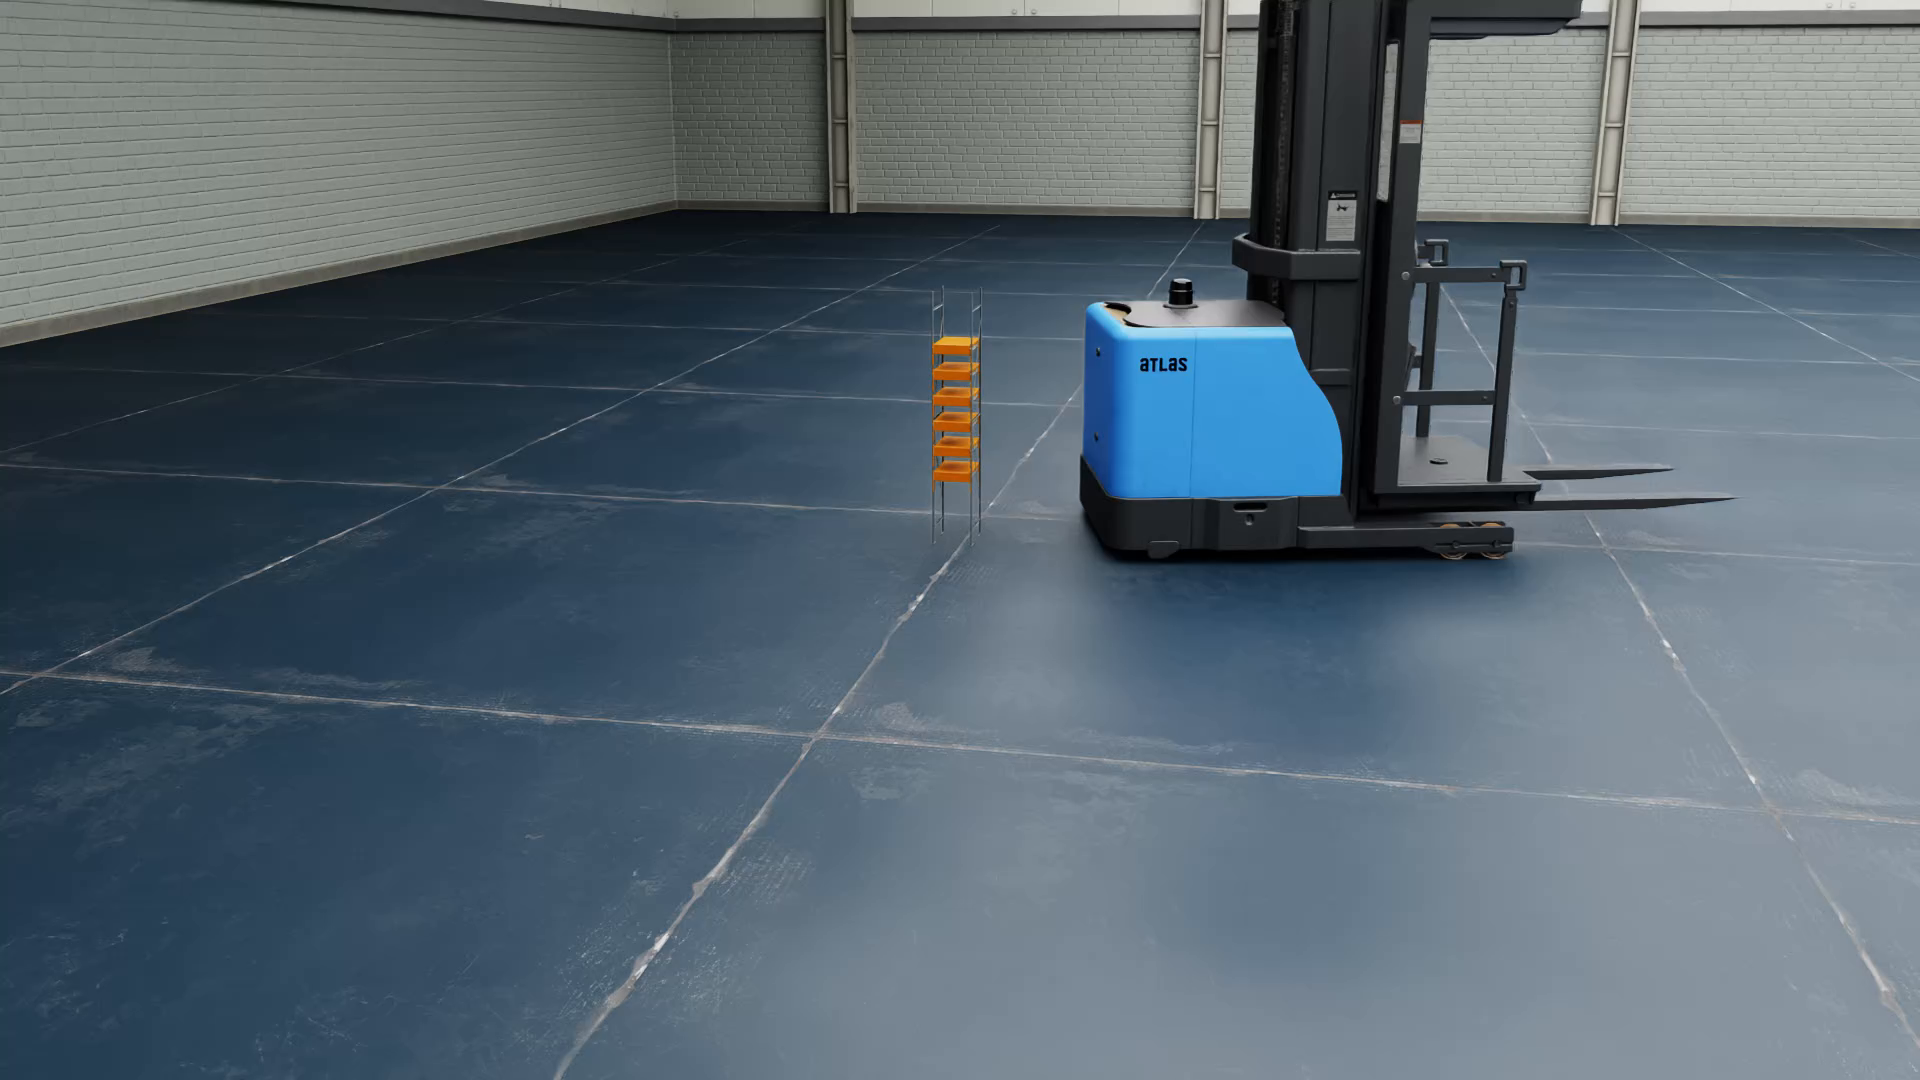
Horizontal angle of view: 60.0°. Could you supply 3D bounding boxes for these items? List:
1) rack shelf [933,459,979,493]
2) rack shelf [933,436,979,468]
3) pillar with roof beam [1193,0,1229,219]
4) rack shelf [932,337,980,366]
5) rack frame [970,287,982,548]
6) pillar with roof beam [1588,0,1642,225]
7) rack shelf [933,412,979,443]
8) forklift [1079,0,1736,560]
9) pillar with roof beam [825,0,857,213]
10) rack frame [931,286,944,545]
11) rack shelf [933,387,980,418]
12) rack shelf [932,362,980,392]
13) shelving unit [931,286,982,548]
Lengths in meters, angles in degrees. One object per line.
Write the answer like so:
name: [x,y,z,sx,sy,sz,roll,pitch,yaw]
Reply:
rack shelf: [-0.014,-0.305,7.911,0.180,0.103,0.258,3,16,11]
rack shelf: [-0.014,-0.421,7.879,0.180,0.103,0.258,3,16,11]
pillar with roof beam: [3.081,-8.351,21.283,0.400,9.000,9.100,3,16,11]
rack shelf: [-0.014,-0.883,7.750,0.180,0.103,0.258,3,16,11]
rack frame: [0.075,-0.574,7.817,0.006,1.200,0.240,3,16,11]
pillar with roof beam: [8.960,-8.032,20.131,0.400,9.000,9.100,3,16,11]
rack shelf: [-0.014,-0.536,7.846,0.180,0.103,0.258,3,16,11]
forklift: [2.148,-1.461,7.775,3.031,2.935,1.130,-1,16,-4]
pillar with roof beam: [-2.799,-8.670,22.435,0.400,9.000,9.100,3,16,11]
rack frame: [-0.104,-0.584,7.852,0.006,1.200,0.240,3,16,11]
rack shelf: [-0.014,-0.652,7.814,0.180,0.103,0.258,3,16,11]
rack shelf: [-0.014,-0.767,7.782,0.180,0.103,0.258,3,16,11]
shelving unit: [-0.014,-0.579,7.835,0.189,1.200,0.258,3,16,11]
